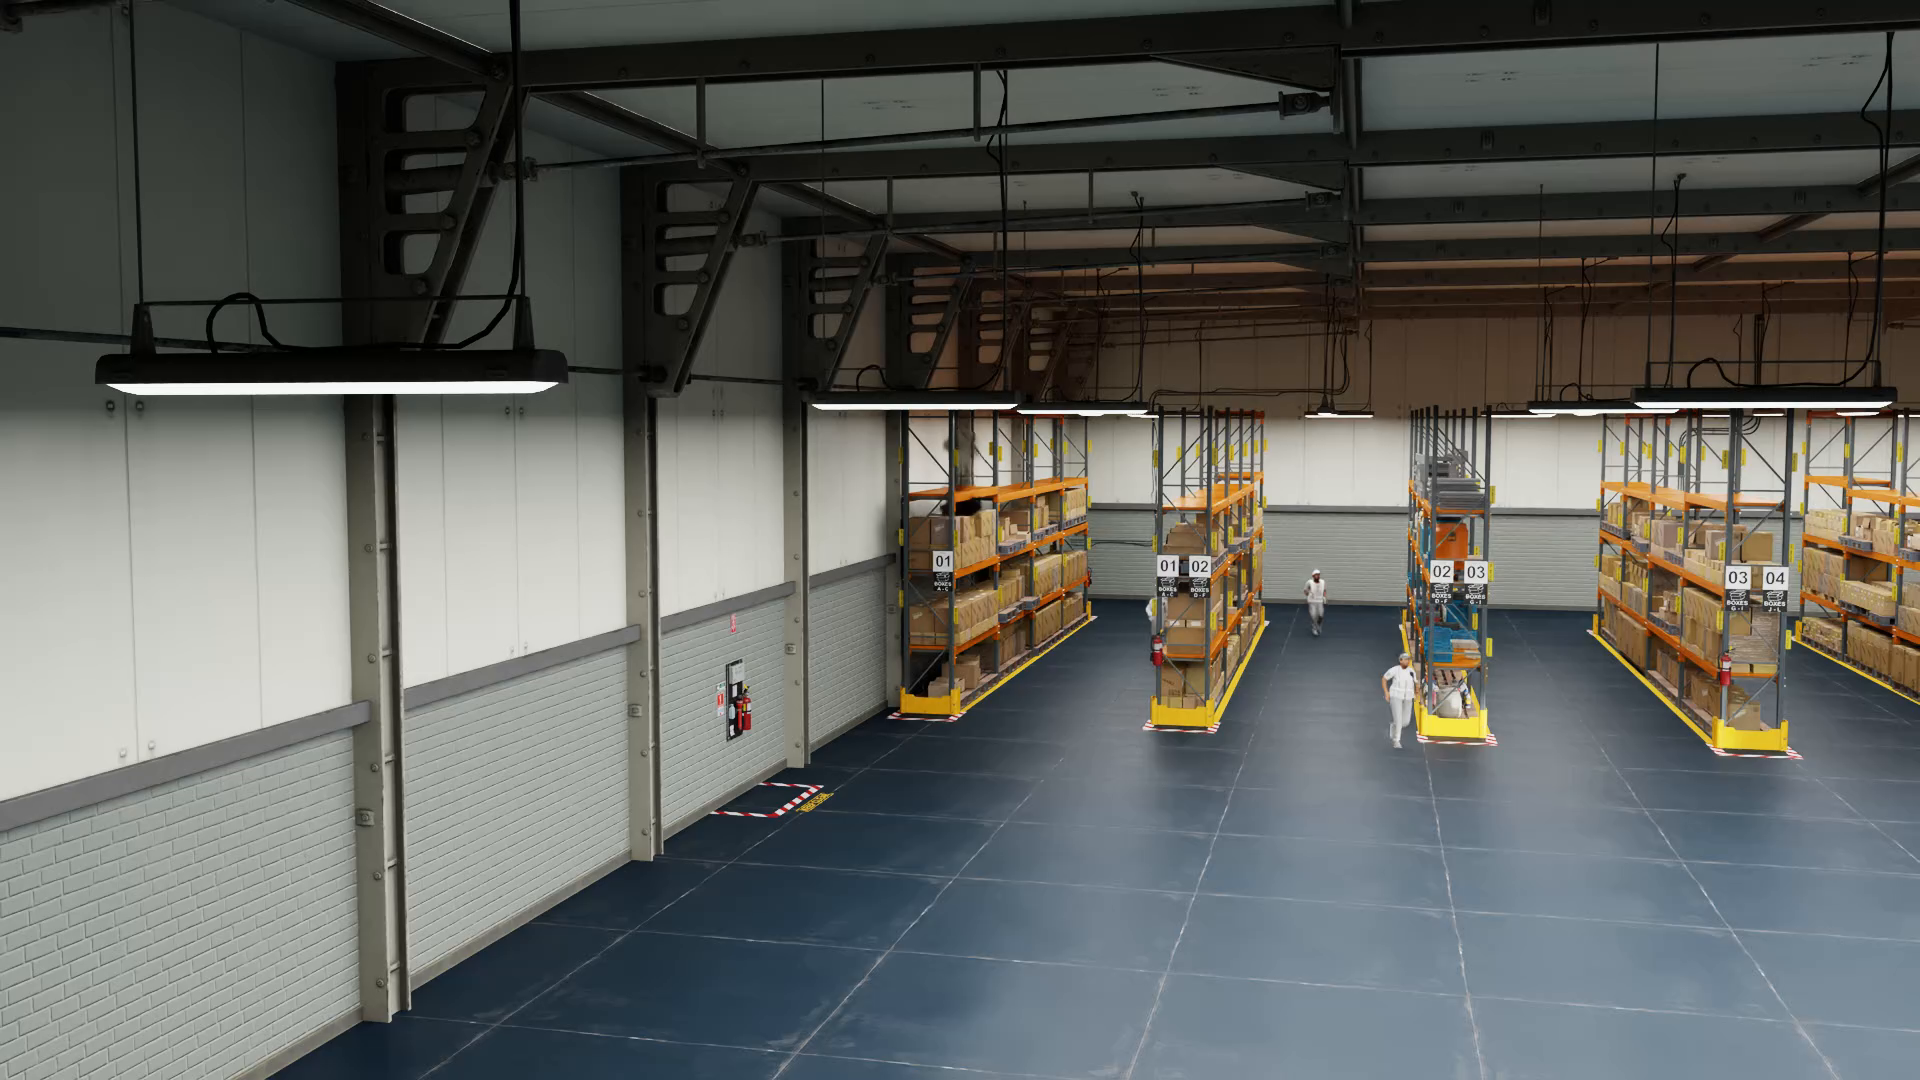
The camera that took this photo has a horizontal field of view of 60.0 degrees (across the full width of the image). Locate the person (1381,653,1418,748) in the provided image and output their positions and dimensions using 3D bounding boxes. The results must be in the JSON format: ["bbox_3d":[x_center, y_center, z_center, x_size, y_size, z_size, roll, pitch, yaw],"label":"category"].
[{"bbox_3d":[7.801,2.821,29.386,0.657,1.639,0.641,-1,4,-8],"label":"person"}]

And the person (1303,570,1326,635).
[{"bbox_3d":[9.471,1.669,44.225,0.656,1.741,0.606,0,4,-3],"label":"person"}]

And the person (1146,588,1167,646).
[{"bbox_3d":[4.831,1.977,40.519,0.588,1.666,0.620,0,4,6],"label":"person"}]
